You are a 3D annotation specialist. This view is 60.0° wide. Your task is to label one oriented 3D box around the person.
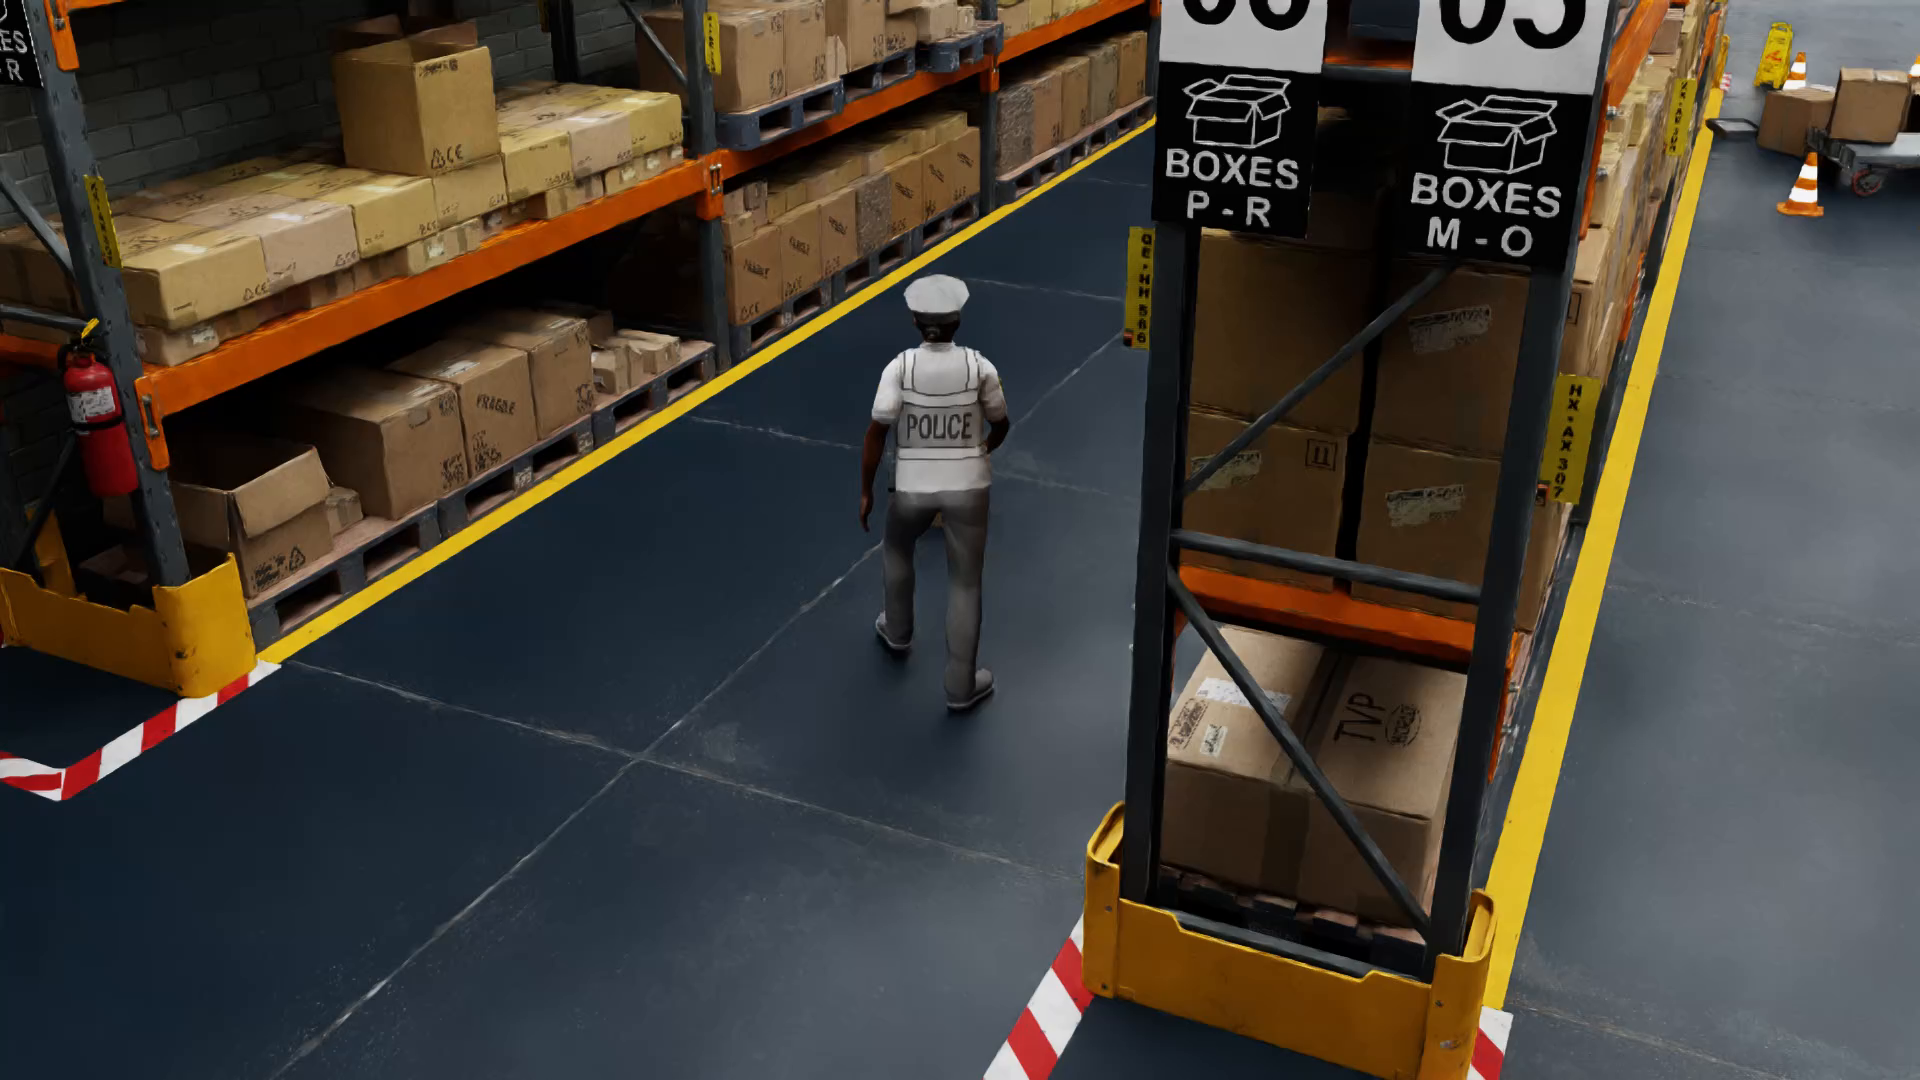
[{"bbox_3d":[-0.099,-0.200,6.532,0.559,1.633,0.699,1,26,3],"label":"person"}]
